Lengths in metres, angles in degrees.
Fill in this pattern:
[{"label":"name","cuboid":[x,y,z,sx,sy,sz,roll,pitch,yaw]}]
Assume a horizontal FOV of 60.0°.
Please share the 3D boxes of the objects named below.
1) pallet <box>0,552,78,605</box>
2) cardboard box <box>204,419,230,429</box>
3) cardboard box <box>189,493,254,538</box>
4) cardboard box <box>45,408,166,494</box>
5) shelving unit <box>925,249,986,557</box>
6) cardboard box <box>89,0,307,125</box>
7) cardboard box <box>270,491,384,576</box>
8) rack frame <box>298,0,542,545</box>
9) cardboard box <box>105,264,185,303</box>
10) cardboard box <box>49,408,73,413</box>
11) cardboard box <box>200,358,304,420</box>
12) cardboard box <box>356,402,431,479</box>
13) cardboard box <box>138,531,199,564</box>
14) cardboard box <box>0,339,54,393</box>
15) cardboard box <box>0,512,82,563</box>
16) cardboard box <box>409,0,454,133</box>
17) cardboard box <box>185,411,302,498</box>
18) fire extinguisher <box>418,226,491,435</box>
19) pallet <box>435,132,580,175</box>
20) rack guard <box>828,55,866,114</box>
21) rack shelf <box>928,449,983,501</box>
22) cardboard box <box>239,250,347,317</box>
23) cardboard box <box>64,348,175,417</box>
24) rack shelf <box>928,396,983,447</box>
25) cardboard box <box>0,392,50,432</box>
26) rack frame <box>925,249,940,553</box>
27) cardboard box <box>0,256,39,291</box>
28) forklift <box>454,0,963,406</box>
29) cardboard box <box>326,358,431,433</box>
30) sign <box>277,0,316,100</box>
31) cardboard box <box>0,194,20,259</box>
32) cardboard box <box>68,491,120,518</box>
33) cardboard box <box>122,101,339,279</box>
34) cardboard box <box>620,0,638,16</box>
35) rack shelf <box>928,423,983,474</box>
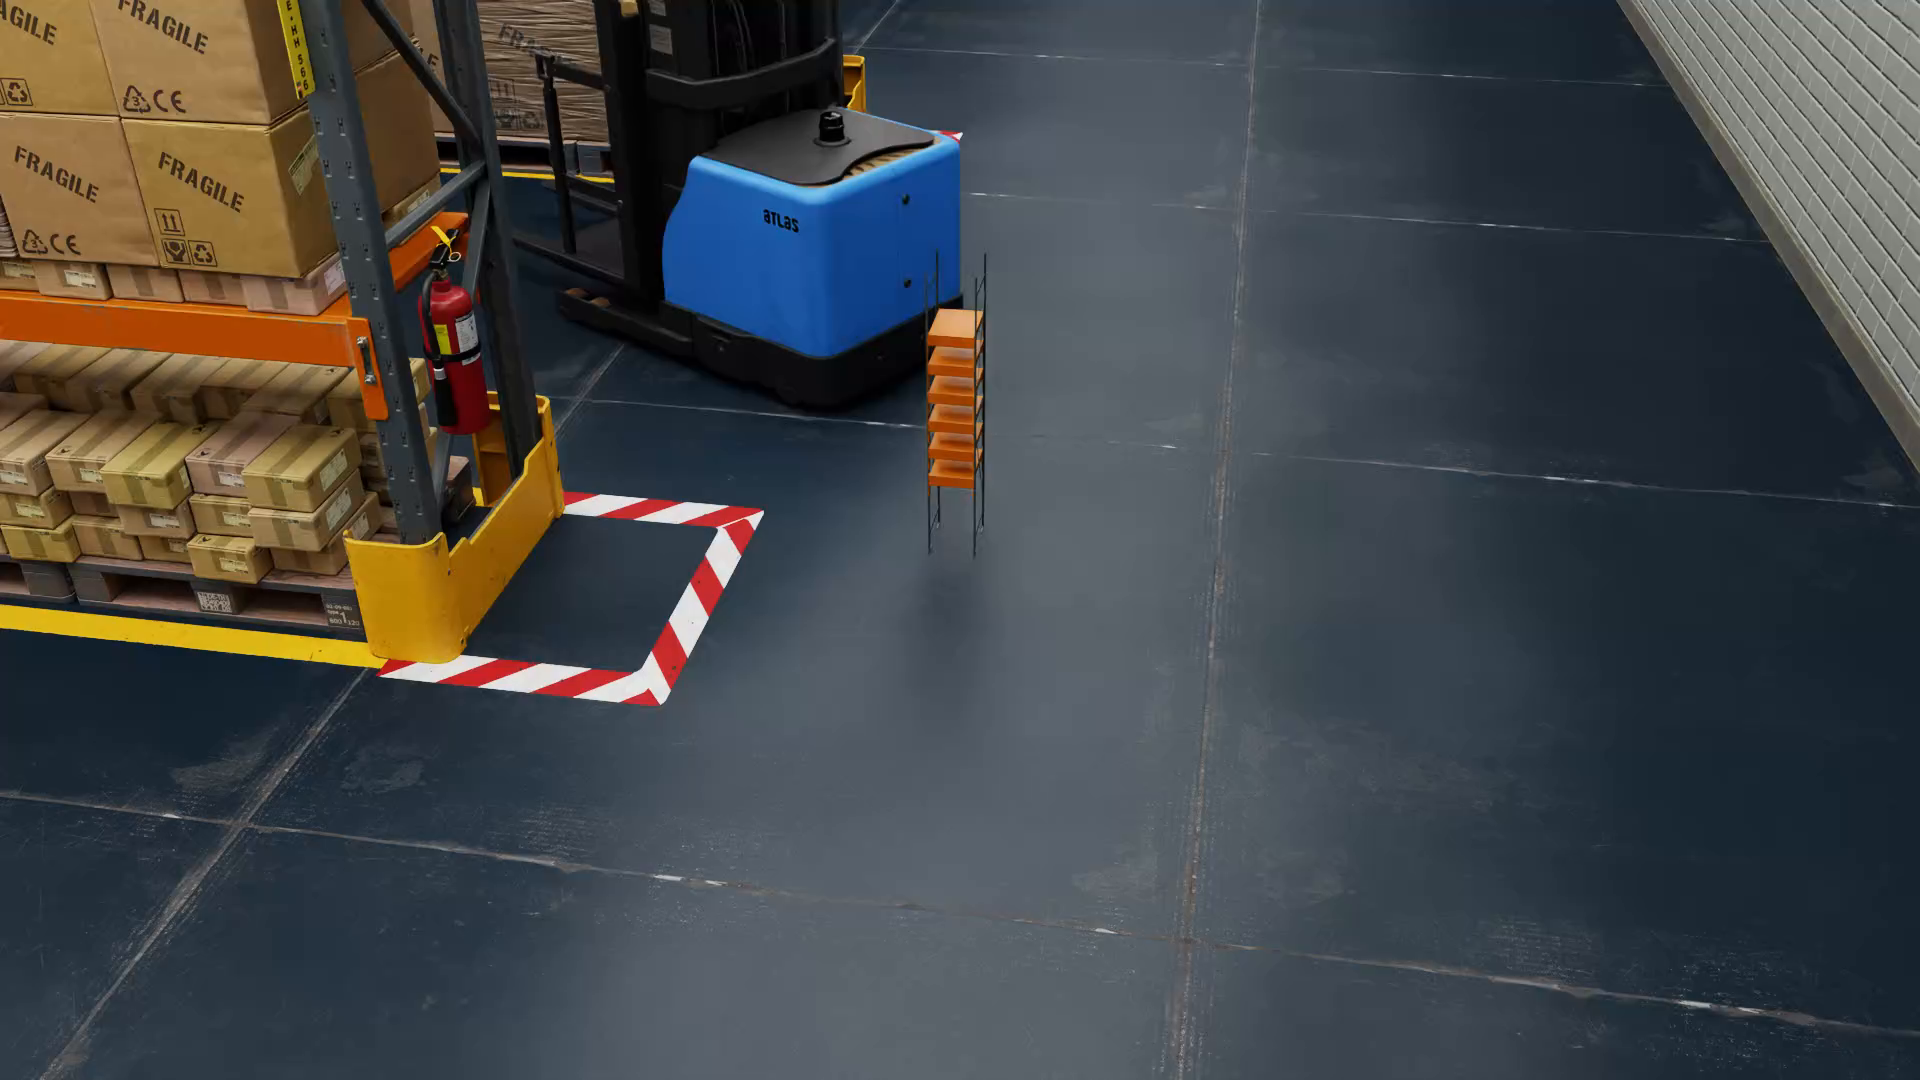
[{"label":"pallet","cuboid":[-3.904,-0.156,6.801,1.213,0.211,1.003,5,32,8]},{"label":"cardboard box","cuboid":[-2.825,-0.437,6.631,0.250,0.149,0.380,6,32,9]},{"label":"cardboard box","cuboid":[-2.652,-0.175,6.214,0.250,0.149,0.380,4,32,7]},{"label":"cardboard box","cuboid":[-3.159,-0.332,6.184,0.250,0.149,0.380,4,32,6]},{"label":"shelving unit","cuboid":[-0.014,-0.510,6.434,0.189,1.200,0.258,5,32,8]},{"label":"cardboard box","cuboid":[-2.328,-1.633,5.215,0.500,0.500,0.500,5,32,7]},{"label":"cardboard box","cuboid":[-2.389,-0.038,6.274,0.250,0.149,0.380,6,32,9]},{"label":"rack frame","cuboid":[-1.835,-1.130,5.729,0.127,3.000,1.000,5,32,8]},{"label":"cardboard box","cuboid":[-2.693,-0.961,5.696,0.250,0.149,0.380,5,32,8]},{"label":"cardboard box","cuboid":[-3.612,-0.493,6.721,0.250,0.149,0.380,7,33,11]},{"label":"cardboard box","cuboid":[-2.814,-0.628,6.656,0.250,0.149,0.380,5,32,8]},{"label":"cardboard box","cuboid":[-2.309,-0.407,6.584,0.250,0.149,0.380,6,33,10]},{"label":"cardboard box","cuboid":[-2.906,-0.076,6.336,0.250,0.149,0.380,5,32,8]},{"label":"cardboard box","cuboid":[-3.859,-0.656,6.701,0.250,0.149,0.380,5,32,8]},{"label":"cardboard box","cuboid":[-3.413,-0.082,6.344,0.250,0.149,0.380,4,32,6]},{"label":"cardboard box","cuboid":[-3.320,-3.169,10.592,0.875,0.875,0.875,5,32,8]},{"label":"cardboard box","cuboid":[-2.638,-0.319,6.163,0.250,0.149,0.380,6,33,9]},{"label":"fire extinguisher","cuboid":[-1.665,-0.676,5.426,0.183,0.674,0.296,5,32,8]},{"label":"pallet","cuboid":[-2.902,-2.674,10.823,1.213,0.211,1.003,5,32,8]},{"label":"rack guard","cuboid":[-0.878,-2.654,10.518,0.348,0.500,1.175,5,32,8]},{"label":"rack shelf","cuboid":[-0.014,-0.269,6.585,0.180,0.103,0.258,5,32,8]},{"label":"cardboard box","cuboid":[-2.204,-0.905,5.606,0.250,0.149,0.380,5,32,8]},{"label":"cardboard box","cuboid":[-3.344,-0.636,6.670,0.250,0.149,0.380,6,33,10]},{"label":"rack shelf","cuboid":[-0.014,-0.472,6.457,0.180,0.103,0.258,5,32,8]},{"label":"cardboard box","cuboid":[-3.675,-0.409,6.306,0.250,0.149,0.380,4,32,7]},{"label":"rack frame","cuboid":[-0.104,-0.518,6.447,0.006,1.200,0.240,5,32,8]},{"label":"cardboard box","cuboid":[-3.203,-1.011,5.775,0.250,0.149,0.380,4,32,6]},{"label":"forklift","cuboid":[-1.441,-2.496,7.975,3.031,2.935,1.130,24,39,33]},{"label":"cardboard box","cuboid":[-2.295,-0.576,6.574,0.250,0.149,0.380,4,32,6]},{"label":"sign","cuboid":[-1.949,-1.467,4.877,0.005,0.325,0.100,5,32,8]},{"label":"cardboard box","cuboid":[-3.330,-1.293,5.614,0.500,0.500,0.500,5,32,8]},{"label":"cardboard box","cuboid":[-3.164,-0.247,6.328,0.250,0.149,0.380,5,32,8]},{"label":"cardboard box","cuboid":[-2.322,-1.204,5.472,0.500,0.500,0.500,6,33,9]},{"label":"cardboard box","cuboid":[-1.546,-3.008,10.335,0.875,0.875,0.875,5,32,8]},{"label":"rack shelf","cuboid":[-0.014,-0.370,6.521,0.180,0.103,0.258,5,32,8]}]
